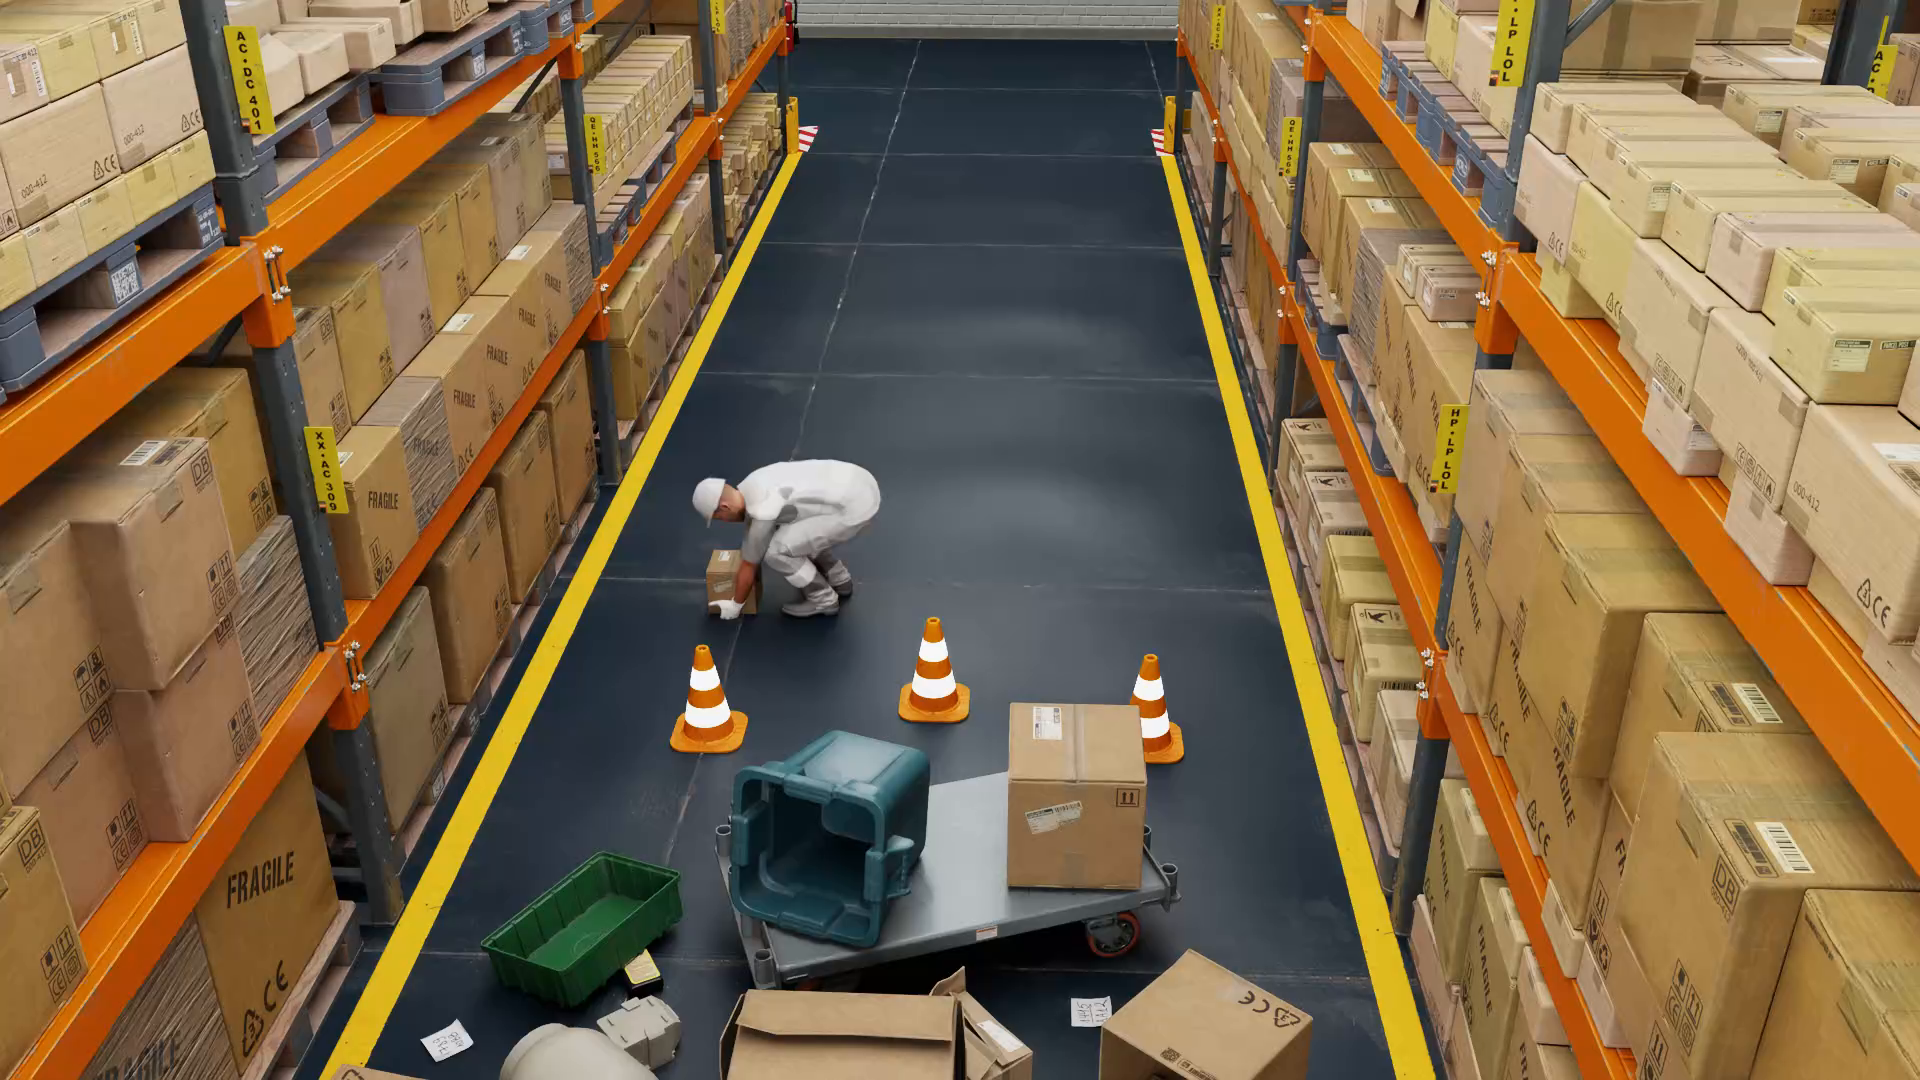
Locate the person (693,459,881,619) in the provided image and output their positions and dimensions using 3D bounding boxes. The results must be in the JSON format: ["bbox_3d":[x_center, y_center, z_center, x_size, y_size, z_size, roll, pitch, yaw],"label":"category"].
[{"bbox_3d":[-0.892,-0.011,8.699,0.966,0.831,0.519,0,28,0],"label":"person"}]
